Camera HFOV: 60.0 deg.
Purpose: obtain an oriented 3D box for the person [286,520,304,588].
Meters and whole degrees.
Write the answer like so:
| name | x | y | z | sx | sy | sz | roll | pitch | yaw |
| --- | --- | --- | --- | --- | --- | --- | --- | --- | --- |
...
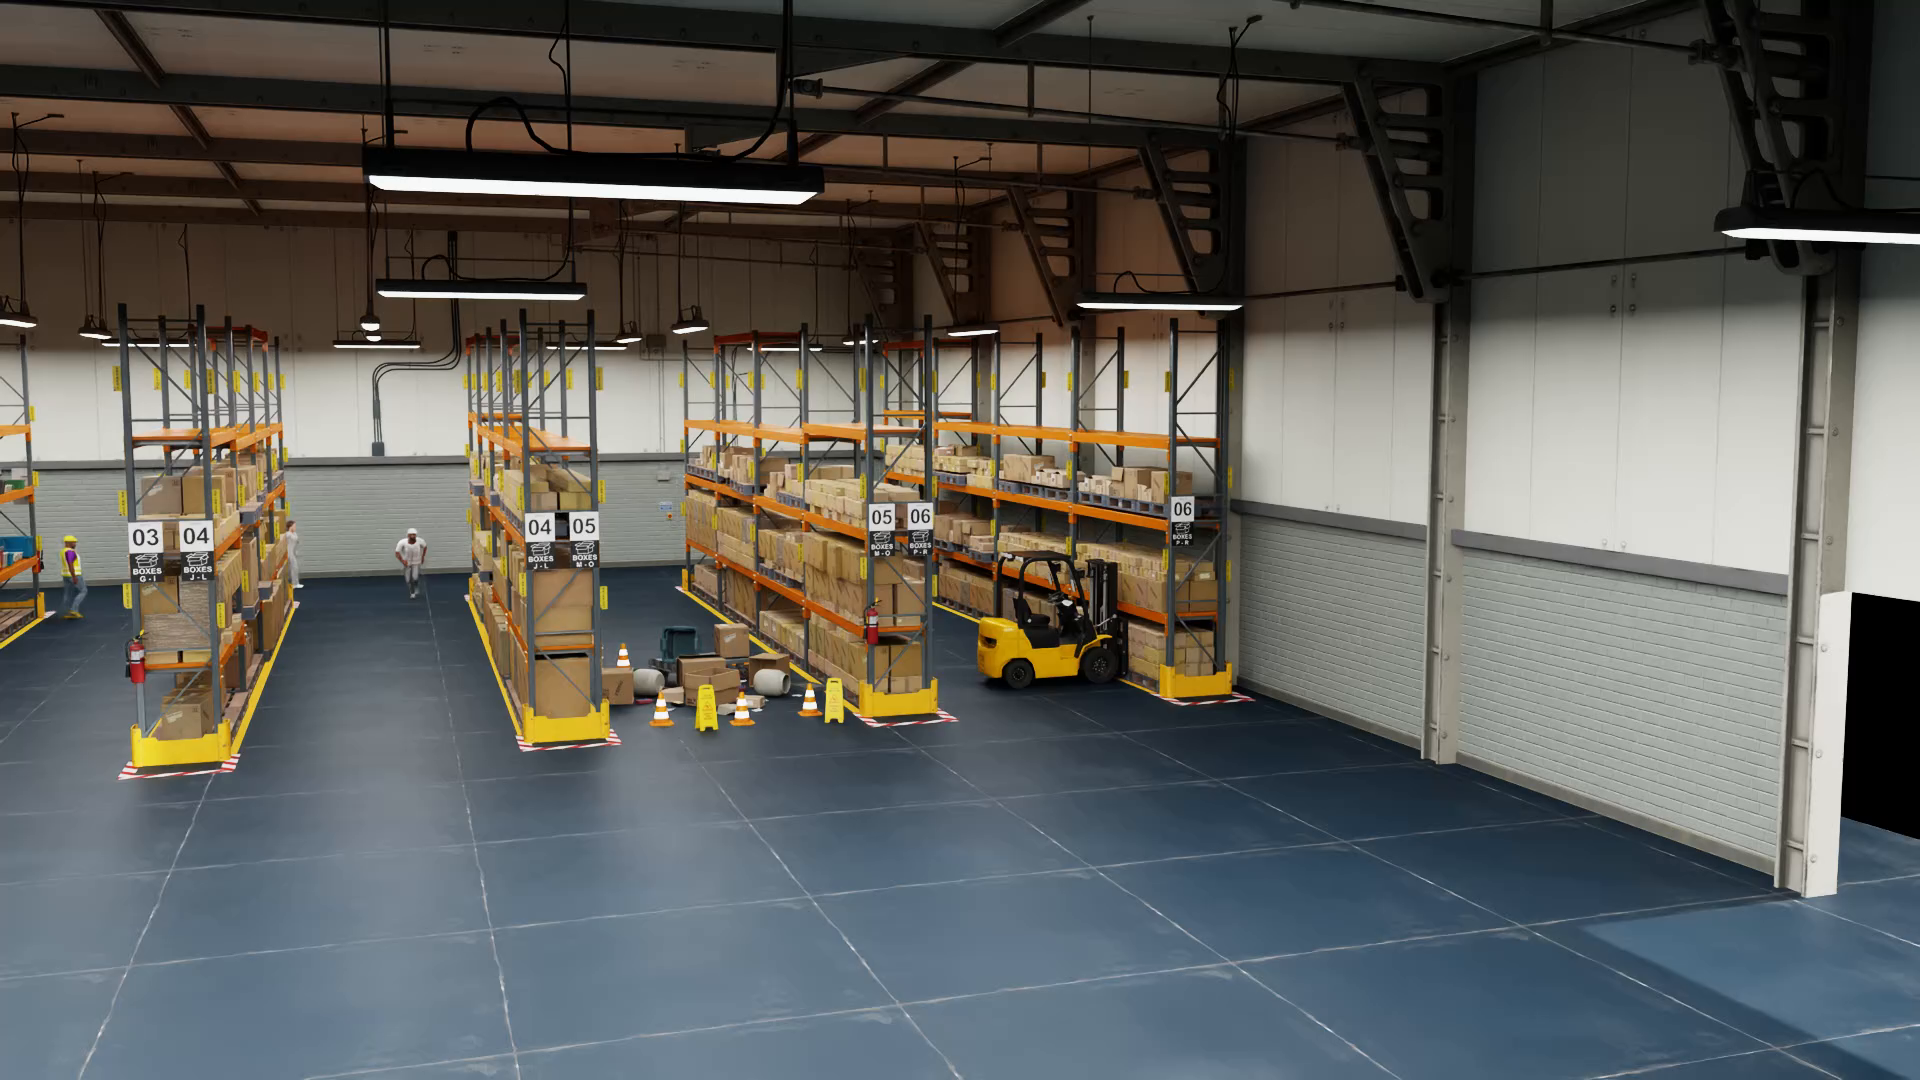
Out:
| name | x | y | z | sx | sy | sz | roll | pitch | yaw |
| --- | --- | --- | --- | --- | --- | --- | --- | --- | --- |
| person | -16.336 | 0.464 | 40.430 | 0.802 | 1.398 | 0.448 | 0 | 5 | 1 |

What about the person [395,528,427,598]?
| name | x | y | z | sx | sy | sz | roll | pitch | yaw |
| --- | --- | --- | --- | --- | --- | --- | --- | --- | --- |
| person | -12.663 | 0.537 | 38.391 | 0.654 | 1.659 | 0.697 | -1 | 6 | -10 |

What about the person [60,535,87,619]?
| name | x | y | z | sx | sy | sz | roll | pitch | yaw |
| --- | --- | --- | --- | --- | --- | --- | --- | --- | --- |
| person | -18.826 | 0.778 | 35.184 | 0.649 | 1.743 | 0.503 | 3 | 6 | 28 |
